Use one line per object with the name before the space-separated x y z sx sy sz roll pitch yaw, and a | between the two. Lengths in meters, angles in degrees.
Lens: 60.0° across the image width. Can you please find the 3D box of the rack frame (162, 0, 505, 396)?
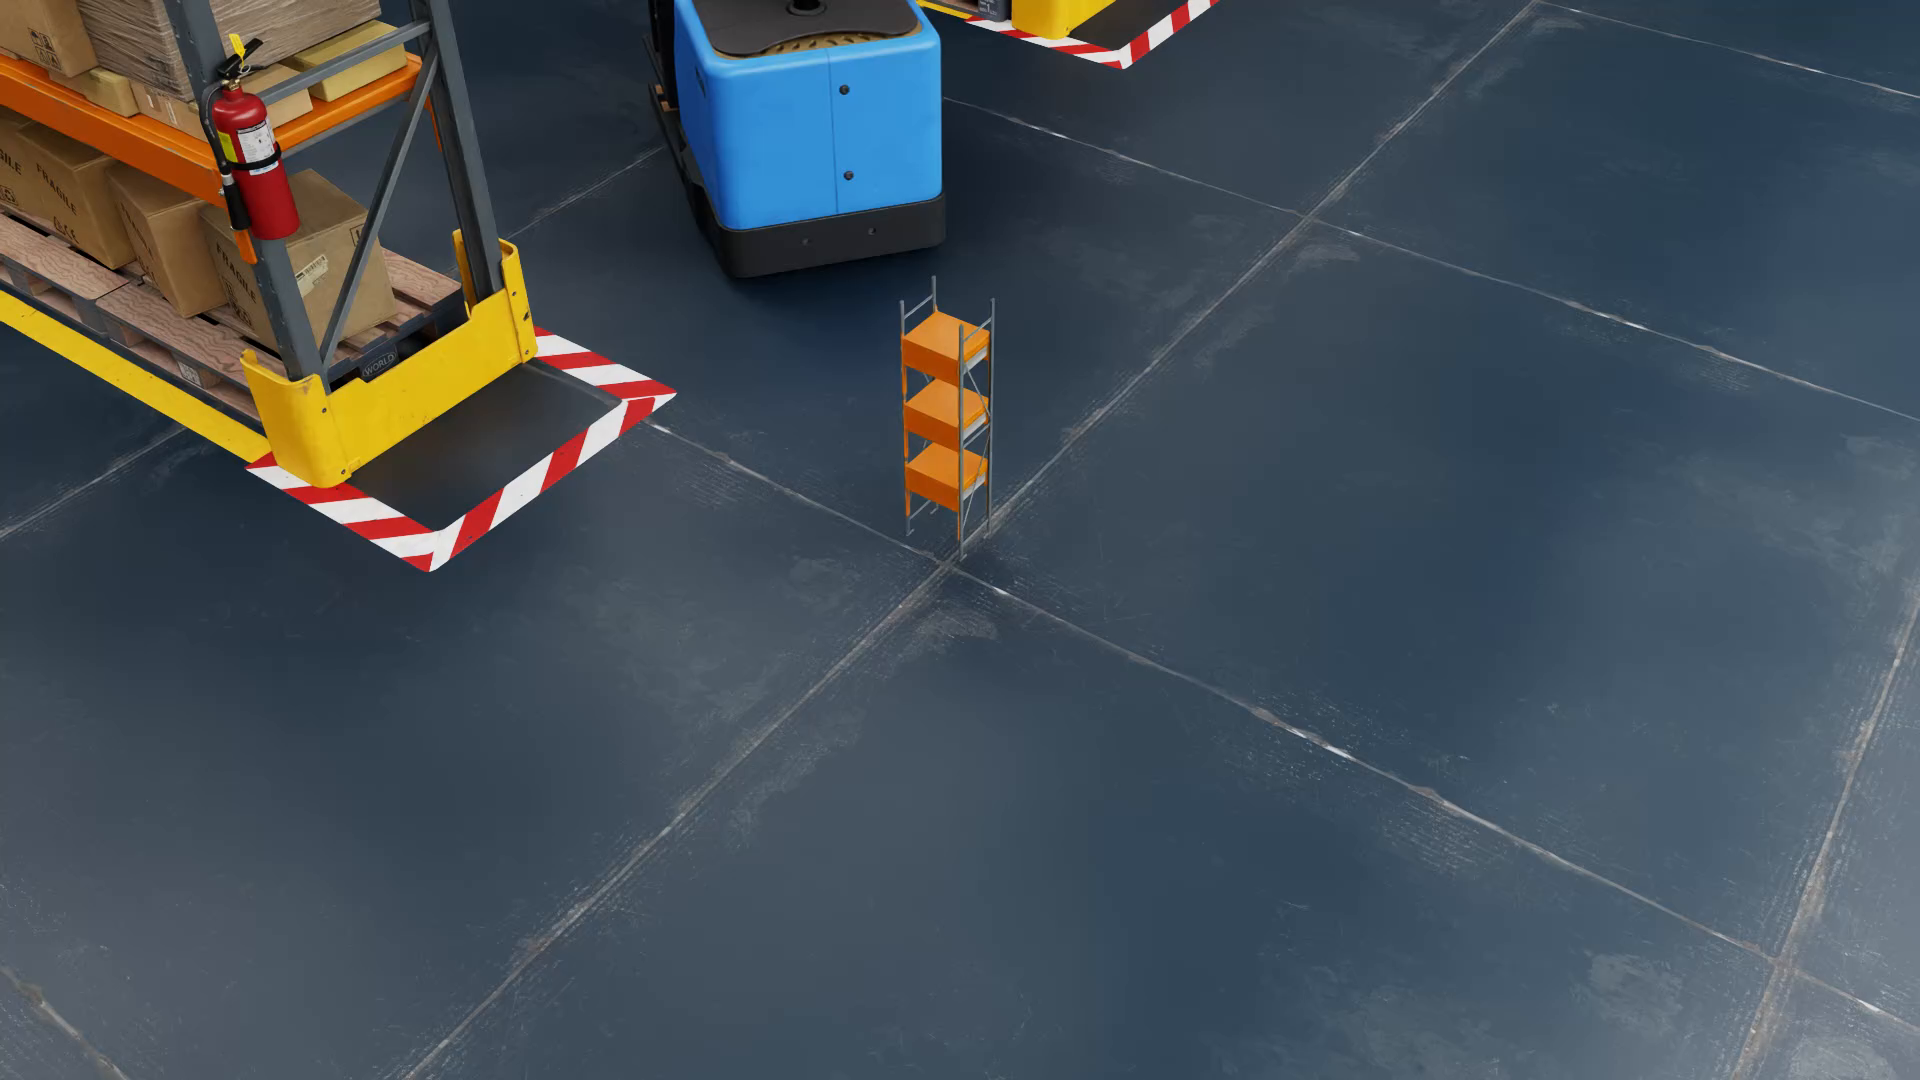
rack frame | -2.205 -1.657 5.853 0.127 3.000 1.000 25 48 25

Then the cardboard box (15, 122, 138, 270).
cardboard box | -3.718 -1.591 7.338 0.500 0.500 0.500 30 50 29

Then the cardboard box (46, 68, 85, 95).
cardboard box | -3.192 -1.828 6.232 0.250 0.149 0.380 25 48 25

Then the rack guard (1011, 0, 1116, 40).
rack guard | 0.745 -3.386 9.659 0.348 0.500 1.175 25 48 25

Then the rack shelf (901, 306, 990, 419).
rack shelf | -0.044 -0.615 5.741 0.240 0.259 0.215 25 48 25

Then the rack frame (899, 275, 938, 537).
rack frame | -0.144 -0.458 5.975 0.008 1.050 0.200 25 48 25

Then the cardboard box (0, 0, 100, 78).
cardboard box | -3.118 -2.157 6.113 0.500 0.500 0.875 25 48 25

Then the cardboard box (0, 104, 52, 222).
cardboard box | -4.149 -1.829 7.604 0.500 0.500 0.500 21 46 22

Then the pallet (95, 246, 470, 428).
pallet | -2.913 -0.978 7.184 1.213 0.211 1.003 25 48 25

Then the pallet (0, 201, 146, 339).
pallet | -3.907 -1.445 7.707 1.213 0.211 1.003 25 48 25

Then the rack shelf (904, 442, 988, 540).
rack shelf | -0.044 -0.197 6.115 0.240 0.259 0.215 25 48 25

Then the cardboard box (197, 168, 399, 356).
cardboard box | -2.707 -1.131 6.824 0.500 0.500 0.500 -33 51 -31

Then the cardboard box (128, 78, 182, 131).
cardboard box | -2.762 -1.656 6.040 0.250 0.149 0.380 25 48 25

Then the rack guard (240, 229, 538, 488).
rack guard | -2.268 -0.755 6.719 0.348 0.500 1.175 25 48 25

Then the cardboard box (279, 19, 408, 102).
cardboard box | -2.302 -1.803 6.204 0.250 0.149 0.380 25 48 25

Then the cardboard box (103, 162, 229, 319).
cardboard box | -3.216 -1.341 7.059 0.500 0.500 0.500 -29 49 -28

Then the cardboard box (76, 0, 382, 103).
cardboard box | -2.640 -2.031 5.972 0.500 0.500 0.875 25 48 25

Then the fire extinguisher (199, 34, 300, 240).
fire extinguisher | -2.376 -1.333 5.548 0.183 0.674 0.296 25 48 25

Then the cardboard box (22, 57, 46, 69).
cardboard box | -3.373 -1.946 6.364 0.250 0.149 0.380 25 48 25

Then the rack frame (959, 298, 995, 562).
rack frame | 0.056 -0.365 5.871 0.008 1.050 0.200 25 48 25

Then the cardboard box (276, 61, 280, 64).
cardboard box | -2.496 -1.909 6.323 0.250 0.149 0.380 25 48 25

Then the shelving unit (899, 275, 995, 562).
shelving unit | -0.044 -0.412 5.923 0.252 1.050 0.215 25 48 25

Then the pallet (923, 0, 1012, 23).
pallet | 0.026 -3.551 10.060 1.213 0.211 1.003 25 48 25

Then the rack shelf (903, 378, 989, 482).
rack shelf | -0.044 -0.404 5.930 0.240 0.259 0.215 25 48 25

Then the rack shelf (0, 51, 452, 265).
rack shelf | -3.843 -2.155 6.949 4.000 0.370 1.077 25 48 25

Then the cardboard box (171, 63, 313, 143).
cardboard box | -2.557 -1.560 5.933 0.250 0.149 0.380 25 48 25

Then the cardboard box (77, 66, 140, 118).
cardboard box | -2.996 -1.724 6.116 0.250 0.149 0.380 25 48 25

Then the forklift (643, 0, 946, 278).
forklift | -0.995 -3.264 7.700 1.130 2.935 3.031 -12 43 -13

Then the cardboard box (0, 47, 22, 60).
cardboard box | -3.590 -2.030 6.457 0.250 0.149 0.380 25 48 25
